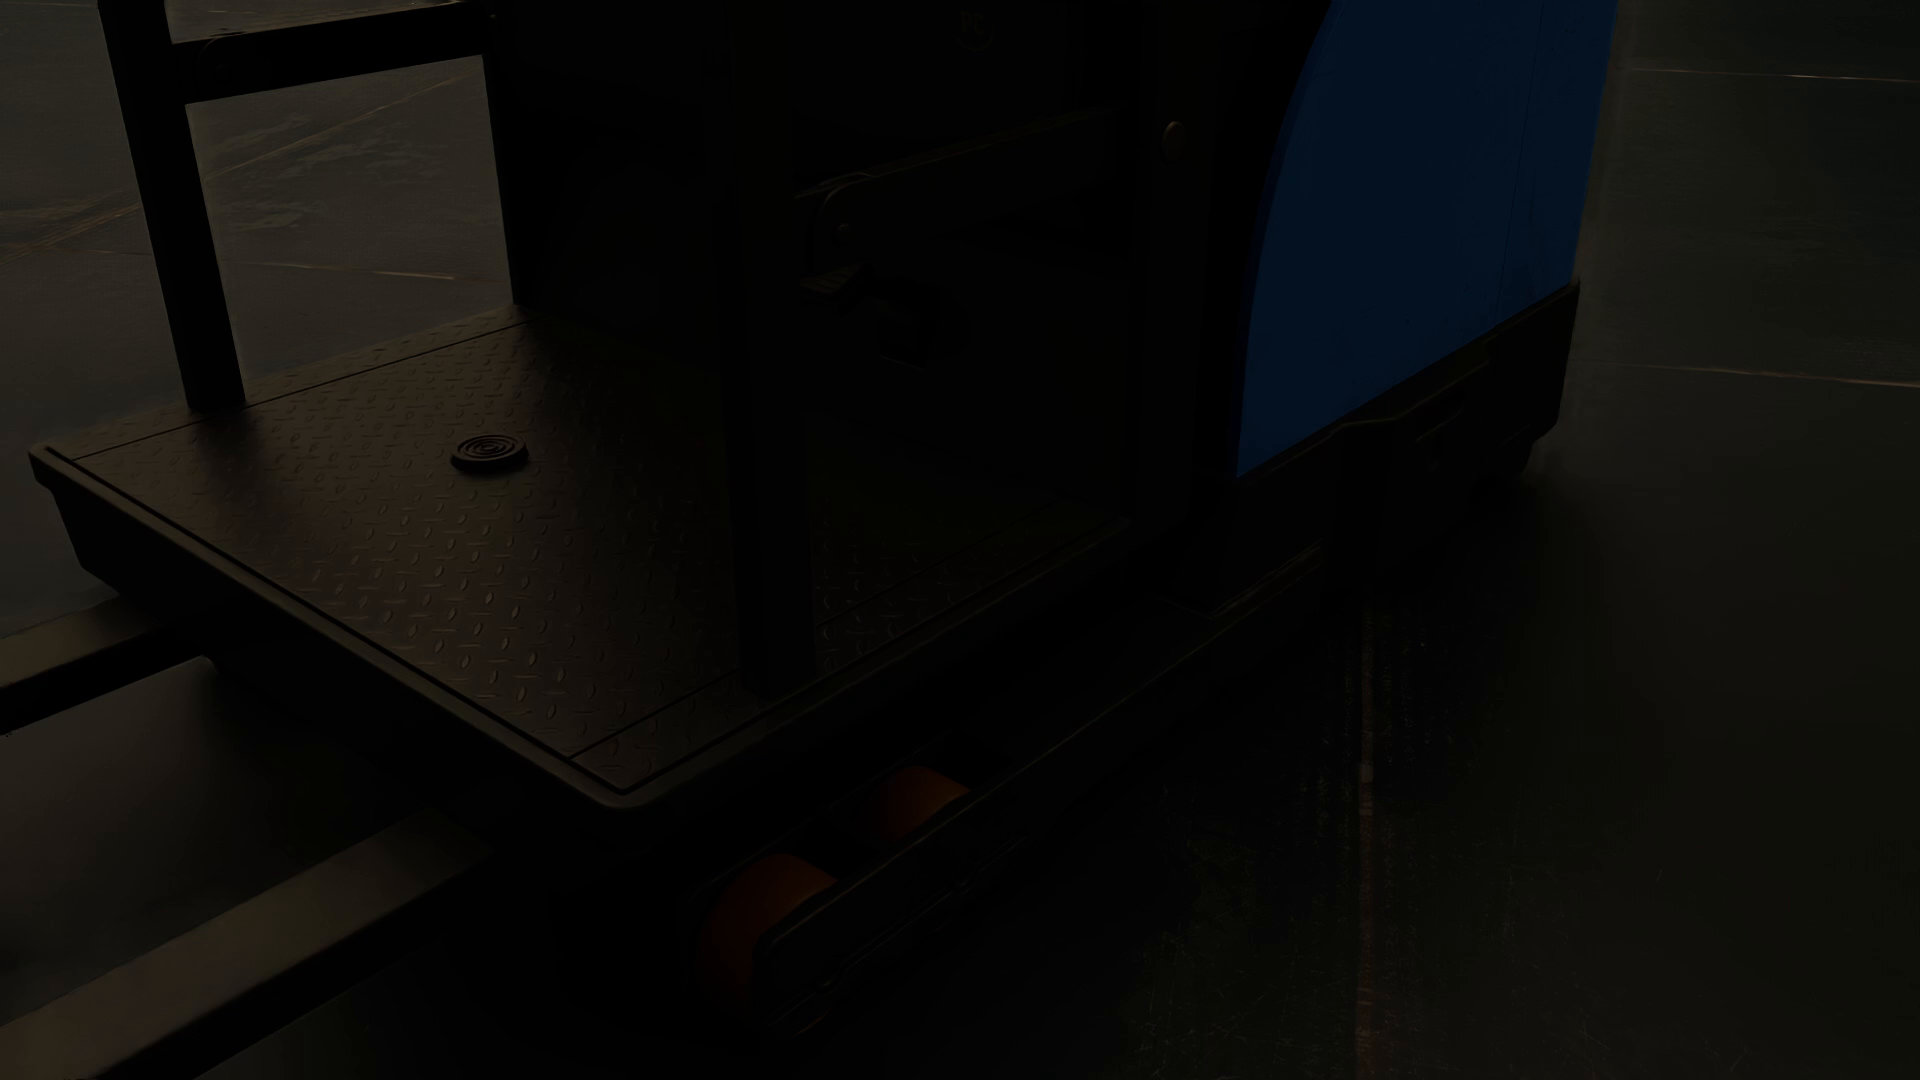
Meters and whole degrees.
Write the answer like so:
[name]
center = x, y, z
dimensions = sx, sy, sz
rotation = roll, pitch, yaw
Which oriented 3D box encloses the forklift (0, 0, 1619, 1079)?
[forklift]
center = -0.360, -1.098, 1.422
dimensions = 1.130, 2.935, 3.031
rotation = 21, 34, 36
